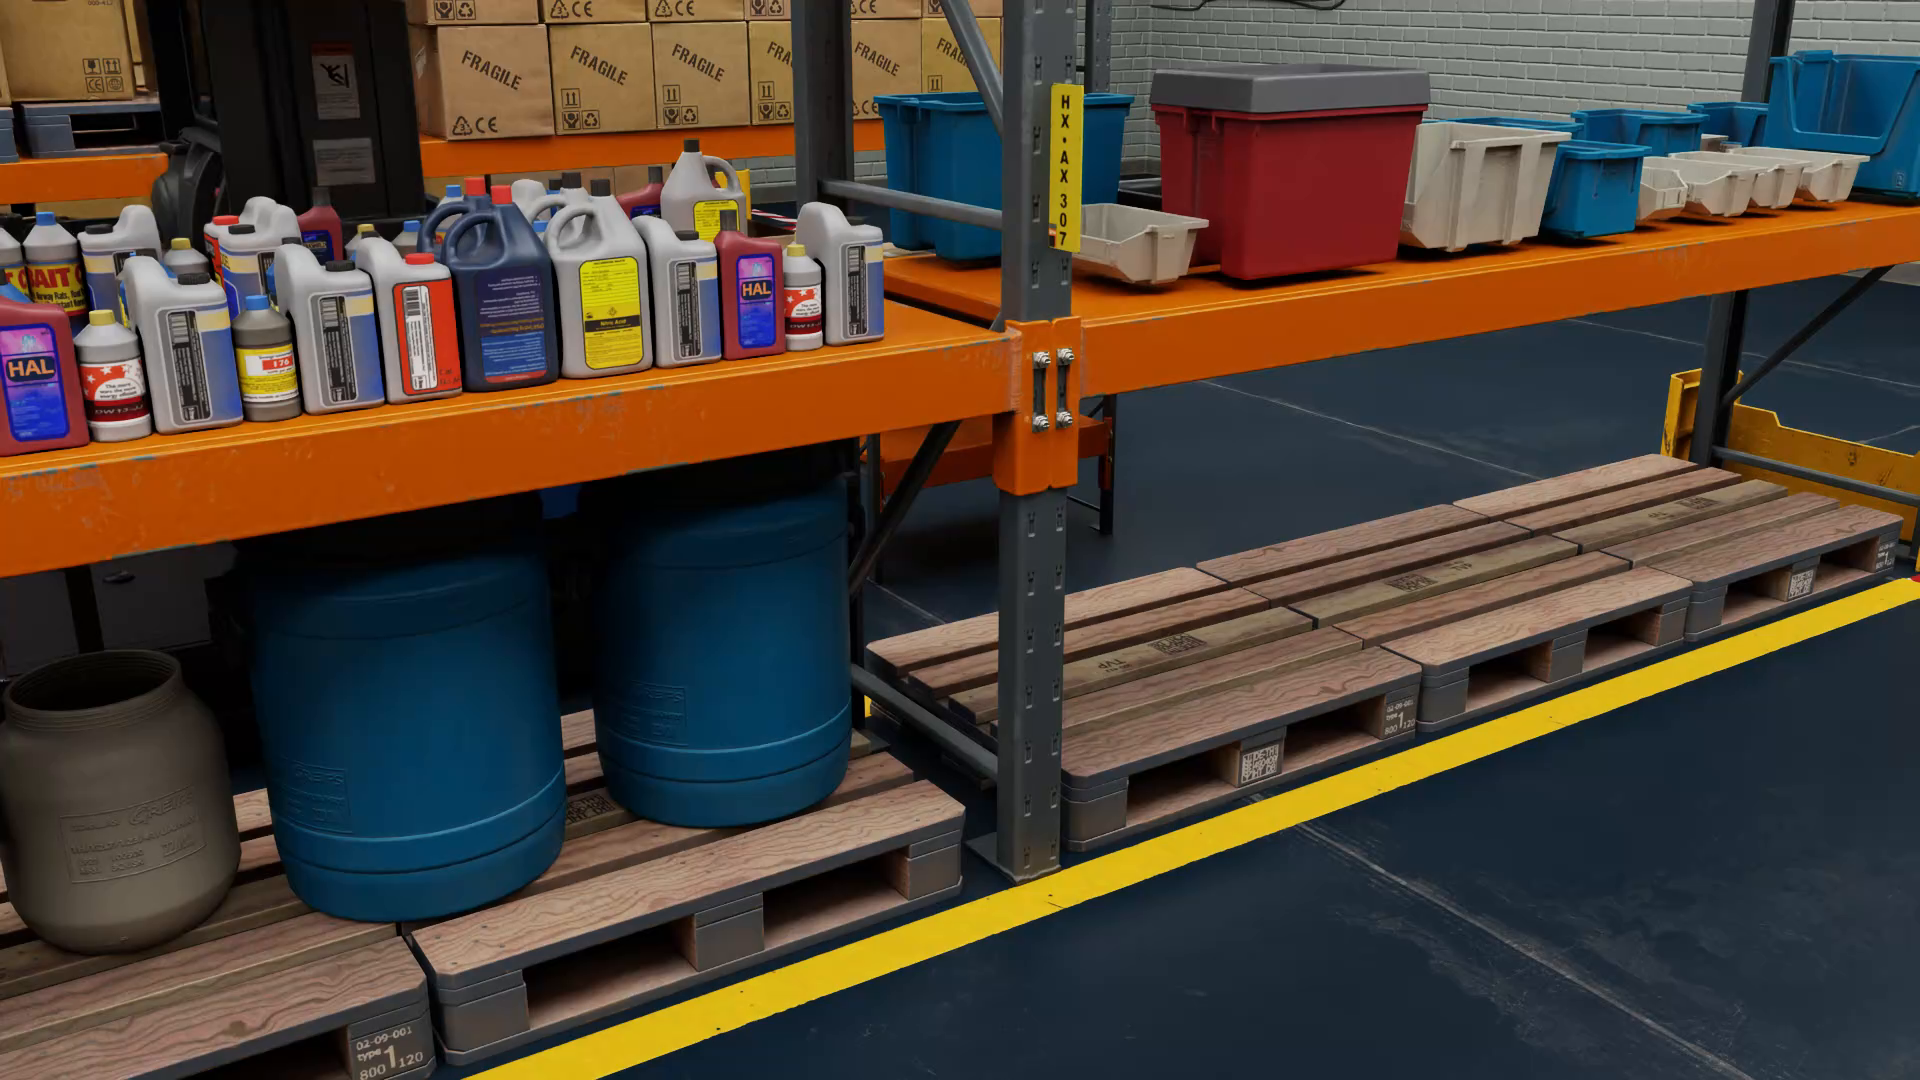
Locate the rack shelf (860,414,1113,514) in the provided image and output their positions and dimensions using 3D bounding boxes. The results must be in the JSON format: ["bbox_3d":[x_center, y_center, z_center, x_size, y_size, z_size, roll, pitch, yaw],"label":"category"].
[{"bbox_3d":[0.006,-0.302,6.146,1.000,0.278,0.538,-12,22,-31],"label":"rack shelf"}]

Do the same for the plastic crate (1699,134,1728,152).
[{"bbox_3d":[2.551,-1.378,5.957,0.298,0.136,0.250,-12,22,-31],"label":"plastic crate"}]

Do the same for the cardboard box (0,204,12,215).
[{"bbox_3d":[-6.750,-2.284,11.018,0.750,0.750,0.750,-11,22,-30],"label":"cardboard box"}]

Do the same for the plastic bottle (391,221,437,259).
[{"bbox_3d":[-1.184,-0.592,3.622,0.097,0.201,0.097,0,19,0],"label":"plastic bottle"}]

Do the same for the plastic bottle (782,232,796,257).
[{"bbox_3d":[-0.325,-0.540,3.470,0.097,0.201,0.097,0,19,0],"label":"plastic bottle"}]

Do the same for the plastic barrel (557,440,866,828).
[{"bbox_3d":[-0.553,0.126,3.809,0.708,0.901,0.600,-12,22,-31],"label":"plastic barrel"}]

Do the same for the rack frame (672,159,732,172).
[{"bbox_3d":[-2.197,-4.115,13.732,0.127,3.000,1.000,-12,22,-31],"label":"rack frame"}]

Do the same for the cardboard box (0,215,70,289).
[{"bbox_3d":[-4.183,-1.269,7.360,0.500,0.250,0.500,-12,22,-31],"label":"cardboard box"}]

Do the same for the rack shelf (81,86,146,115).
[{"bbox_3d":[-7.208,-2.717,10.721,4.000,0.370,1.077,-12,22,-31],"label":"rack shelf"}]

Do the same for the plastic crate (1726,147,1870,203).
[{"bbox_3d":[2.670,-1.176,5.358,0.243,0.136,0.396,-12,22,-31],"label":"plastic crate"}]

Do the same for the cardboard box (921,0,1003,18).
[{"bbox_3d":[-0.111,-3.070,8.925,0.500,0.500,0.500,-11,22,-30],"label":"cardboard box"}]

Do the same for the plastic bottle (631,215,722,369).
[{"bbox_3d":[-0.546,-0.481,3.178,0.135,0.276,0.152,-12,22,-31],"label":"plastic bottle"}]

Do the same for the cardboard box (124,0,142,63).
[{"bbox_3d":[-5.785,-3.459,11.141,0.500,0.500,0.500,-12,22,-32],"label":"cardboard box"}]

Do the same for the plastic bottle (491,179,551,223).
[{"bbox_3d":[-0.991,-0.657,3.699,0.135,0.276,0.152,-12,22,-31],"label":"plastic bottle"}]

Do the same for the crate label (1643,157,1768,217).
[{"bbox_3d":[2.201,-1.073,5.054,0.243,0.136,0.396,-12,22,-31],"label":"crate label"}]

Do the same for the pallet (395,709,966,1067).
[{"bbox_3d":[-0.756,0.686,3.887,1.213,0.211,1.003,-12,22,-31],"label":"pallet"}]

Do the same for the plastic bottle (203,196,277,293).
[{"bbox_3d":[-1.459,-0.559,3.408,0.135,0.276,0.152,-12,22,-31],"label":"plastic bottle"}]

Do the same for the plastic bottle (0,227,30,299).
[{"bbox_3d":[-1.845,-0.485,3.198,0.097,0.271,0.097,0,19,0],"label":"plastic bottle"}]

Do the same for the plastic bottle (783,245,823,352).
[{"bbox_3d":[-0.322,-0.482,3.298,0.097,0.201,0.097,0,19,0],"label":"plastic bottle"}]

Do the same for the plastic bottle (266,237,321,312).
[{"bbox_3d":[-1.163,-0.397,2.935,0.097,0.271,0.097,0,19,0],"label":"plastic bottle"}]

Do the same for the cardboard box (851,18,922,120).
[{"bbox_3d":[-0.545,-2.507,8.821,0.500,0.500,0.500,-12,22,-31],"label":"cardboard box"}]

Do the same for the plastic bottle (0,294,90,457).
[{"bbox_3d":[-1.441,-0.278,2.567,0.133,0.283,0.061,-12,22,-31],"label":"plastic bottle"}]

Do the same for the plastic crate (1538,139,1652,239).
[{"bbox_3d":[1.677,-0.984,4.638,0.300,0.233,0.416,-12,22,-31],"label":"plastic crate"}]

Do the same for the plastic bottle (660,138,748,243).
[{"bbox_3d":[-0.595,-0.754,3.870,0.185,0.351,0.144,-12,22,-31],"label":"plastic bottle"}]

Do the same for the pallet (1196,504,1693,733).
[{"bbox_3d":[1.524,0.205,5.310,1.213,0.211,1.003,-12,22,-31],"label":"pallet"}]

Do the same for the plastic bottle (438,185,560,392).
[{"bbox_3d":[-0.831,-0.455,2.984,0.185,0.351,0.144,-12,22,-31],"label":"plastic bottle"}]

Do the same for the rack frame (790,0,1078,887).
[{"bbox_3d":[-0.089,-0.760,3.810,0.127,3.000,1.000,-12,22,-31],"label":"rack frame"}]

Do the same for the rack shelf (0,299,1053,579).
[{"bbox_3d":[-1.759,-0.067,2.883,4.000,0.370,1.077,-12,22,-31],"label":"rack shelf"}]

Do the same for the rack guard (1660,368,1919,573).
[{"bbox_3d":[3.265,-0.288,6.317,0.348,0.500,1.175,-12,22,-31],"label":"rack guard"}]

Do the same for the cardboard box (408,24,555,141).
[{"bbox_3d":[-2.235,-2.150,7.765,0.500,0.500,0.500,-11,22,-30],"label":"cardboard box"}]

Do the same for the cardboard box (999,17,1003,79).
[{"bbox_3d":[0.306,-2.686,9.350,0.500,0.500,0.500,-11,22,-30],"label":"cardboard box"}]

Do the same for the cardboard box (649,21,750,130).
[{"bbox_3d":[-1.390,-2.329,8.293,0.500,0.500,0.500,-12,22,-32],"label":"cardboard box"}]

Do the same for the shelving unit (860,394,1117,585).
[{"bbox_3d":[0.006,-0.534,6.068,1.048,1.125,0.538,-12,22,-31],"label":"shelving unit"}]

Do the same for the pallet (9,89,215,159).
[{"bbox_3d":[-3.538,-1.883,7.432,1.213,0.211,1.003,-12,22,-31],"label":"pallet"}]

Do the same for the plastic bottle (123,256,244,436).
[{"bbox_3d":[-1.273,-0.328,2.725,0.135,0.276,0.152,-12,22,-31],"label":"plastic bottle"}]

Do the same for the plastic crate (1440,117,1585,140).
[{"bbox_3d":[1.765,-1.227,5.357,0.300,0.233,0.416,-12,22,-31],"label":"plastic crate"}]

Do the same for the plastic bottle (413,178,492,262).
[{"bbox_3d":[-0.910,-0.493,3.098,0.185,0.351,0.144,-12,22,-31],"label":"plastic bottle"}]

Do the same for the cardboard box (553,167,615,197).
[{"bbox_3d":[-3.145,-2.891,13.361,0.500,0.500,0.700,-12,22,-32],"label":"cardboard box"}]

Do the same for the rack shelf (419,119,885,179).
[{"bbox_3d":[-1.140,-2.097,8.888,4.000,0.370,1.077,-12,22,-31],"label":"rack shelf"}]

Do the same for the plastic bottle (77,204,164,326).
[{"bbox_3d":[-1.652,-0.518,3.287,0.135,0.276,0.152,-12,22,-31],"label":"plastic bottle"}]

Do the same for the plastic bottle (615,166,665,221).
[{"bbox_3d":[-0.741,-0.731,3.906,0.133,0.283,0.061,-12,22,-31],"label":"plastic bottle"}]

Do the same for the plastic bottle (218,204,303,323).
[{"bbox_3d":[-1.375,-0.518,3.287,0.135,0.276,0.152,-12,22,-31],"label":"plastic bottle"}]

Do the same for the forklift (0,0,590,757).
[{"bbox_3d":[-2.241,-0.927,4.411,3.031,2.935,1.130,-11,22,-30],"label":"forklift"}]

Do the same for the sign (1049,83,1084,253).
[{"bbox_3d":[0.212,-0.744,3.329,0.005,0.325,0.100,-12,22,-31],"label":"sign"}]

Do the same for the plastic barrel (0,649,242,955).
[{"bbox_3d":[-1.665,0.511,3.279,0.421,0.512,0.421,0,19,0],"label":"plastic barrel"}]

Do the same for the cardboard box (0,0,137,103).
[{"bbox_3d":[-3.868,-2.170,7.169,0.500,0.500,0.700,-8,20,-23],"label":"cardboard box"}]

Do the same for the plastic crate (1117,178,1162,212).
[{"bbox_3d":[0.698,-0.927,4.640,0.590,0.125,0.437,-12,22,-31],"label":"plastic crate"}]

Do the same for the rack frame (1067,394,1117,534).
[{"bbox_3d":[0.430,-0.624,6.333,0.032,1.125,0.500,-12,22,-31],"label":"rack frame"}]

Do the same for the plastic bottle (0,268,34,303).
[{"bbox_3d":[-1.500,-0.291,2.622,0.097,0.271,0.097,0,19,0],"label":"plastic bottle"}]

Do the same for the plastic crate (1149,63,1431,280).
[{"bbox_3d":[0.795,-0.909,4.057,0.583,0.464,0.402,-12,22,-31],"label":"plastic crate"}]

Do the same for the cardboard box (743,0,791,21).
[{"bbox_3d":[-0.971,-2.887,8.384,0.500,0.500,0.500,-11,22,-30],"label":"cardboard box"}]

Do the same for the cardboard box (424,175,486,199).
[{"bbox_3d":[-4.006,-2.707,12.815,0.500,0.500,0.700,-11,22,-30],"label":"cardboard box"}]

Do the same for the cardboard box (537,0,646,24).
[{"bbox_3d":[-1.831,-2.706,7.847,0.500,0.500,0.500,-13,22,-33],"label":"cardboard box"}]

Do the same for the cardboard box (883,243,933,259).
[{"bbox_3d":[-0.497,-1.588,9.865,0.500,0.250,0.500,-12,22,-31],"label":"cardboard box"}]

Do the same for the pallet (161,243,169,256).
[{"bbox_3d":[-6.141,-1.933,11.633,1.213,0.211,1.003,-12,22,-31],"label":"pallet"}]

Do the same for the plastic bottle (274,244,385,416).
[{"bbox_3d":[-1.079,-0.369,2.845,0.135,0.276,0.152,-12,22,-31],"label":"plastic bottle"}]

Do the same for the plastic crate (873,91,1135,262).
[{"bbox_3d":[0.113,-0.955,4.316,0.575,0.384,0.392,-12,22,-31],"label":"plastic crate"}]
